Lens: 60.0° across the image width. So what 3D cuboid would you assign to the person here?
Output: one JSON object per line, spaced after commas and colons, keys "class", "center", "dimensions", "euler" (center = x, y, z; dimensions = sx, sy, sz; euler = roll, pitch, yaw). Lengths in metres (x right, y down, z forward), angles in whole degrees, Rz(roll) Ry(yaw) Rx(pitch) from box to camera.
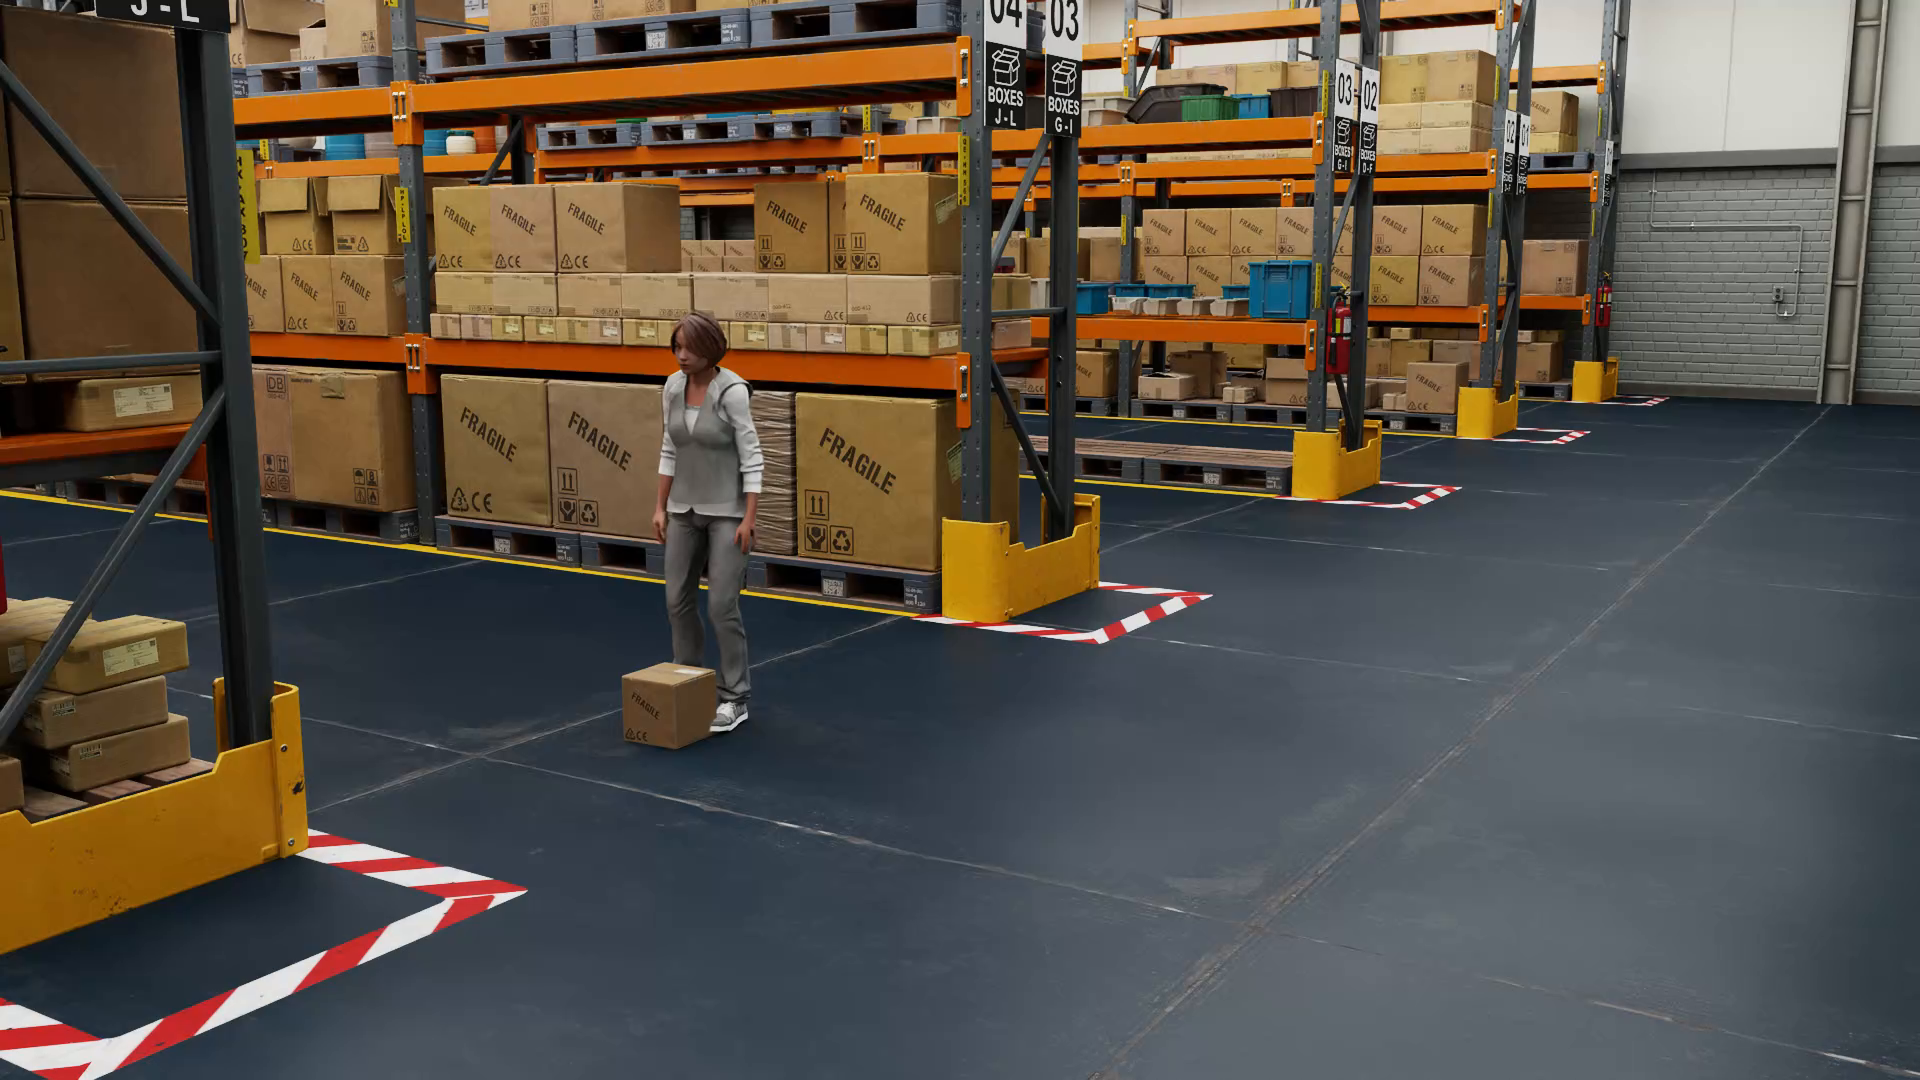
{"class": "person", "center": [-0.970, -0.074, 6.362], "dimensions": [0.483, 1.591, 0.348], "euler": [5, 11, 27]}
